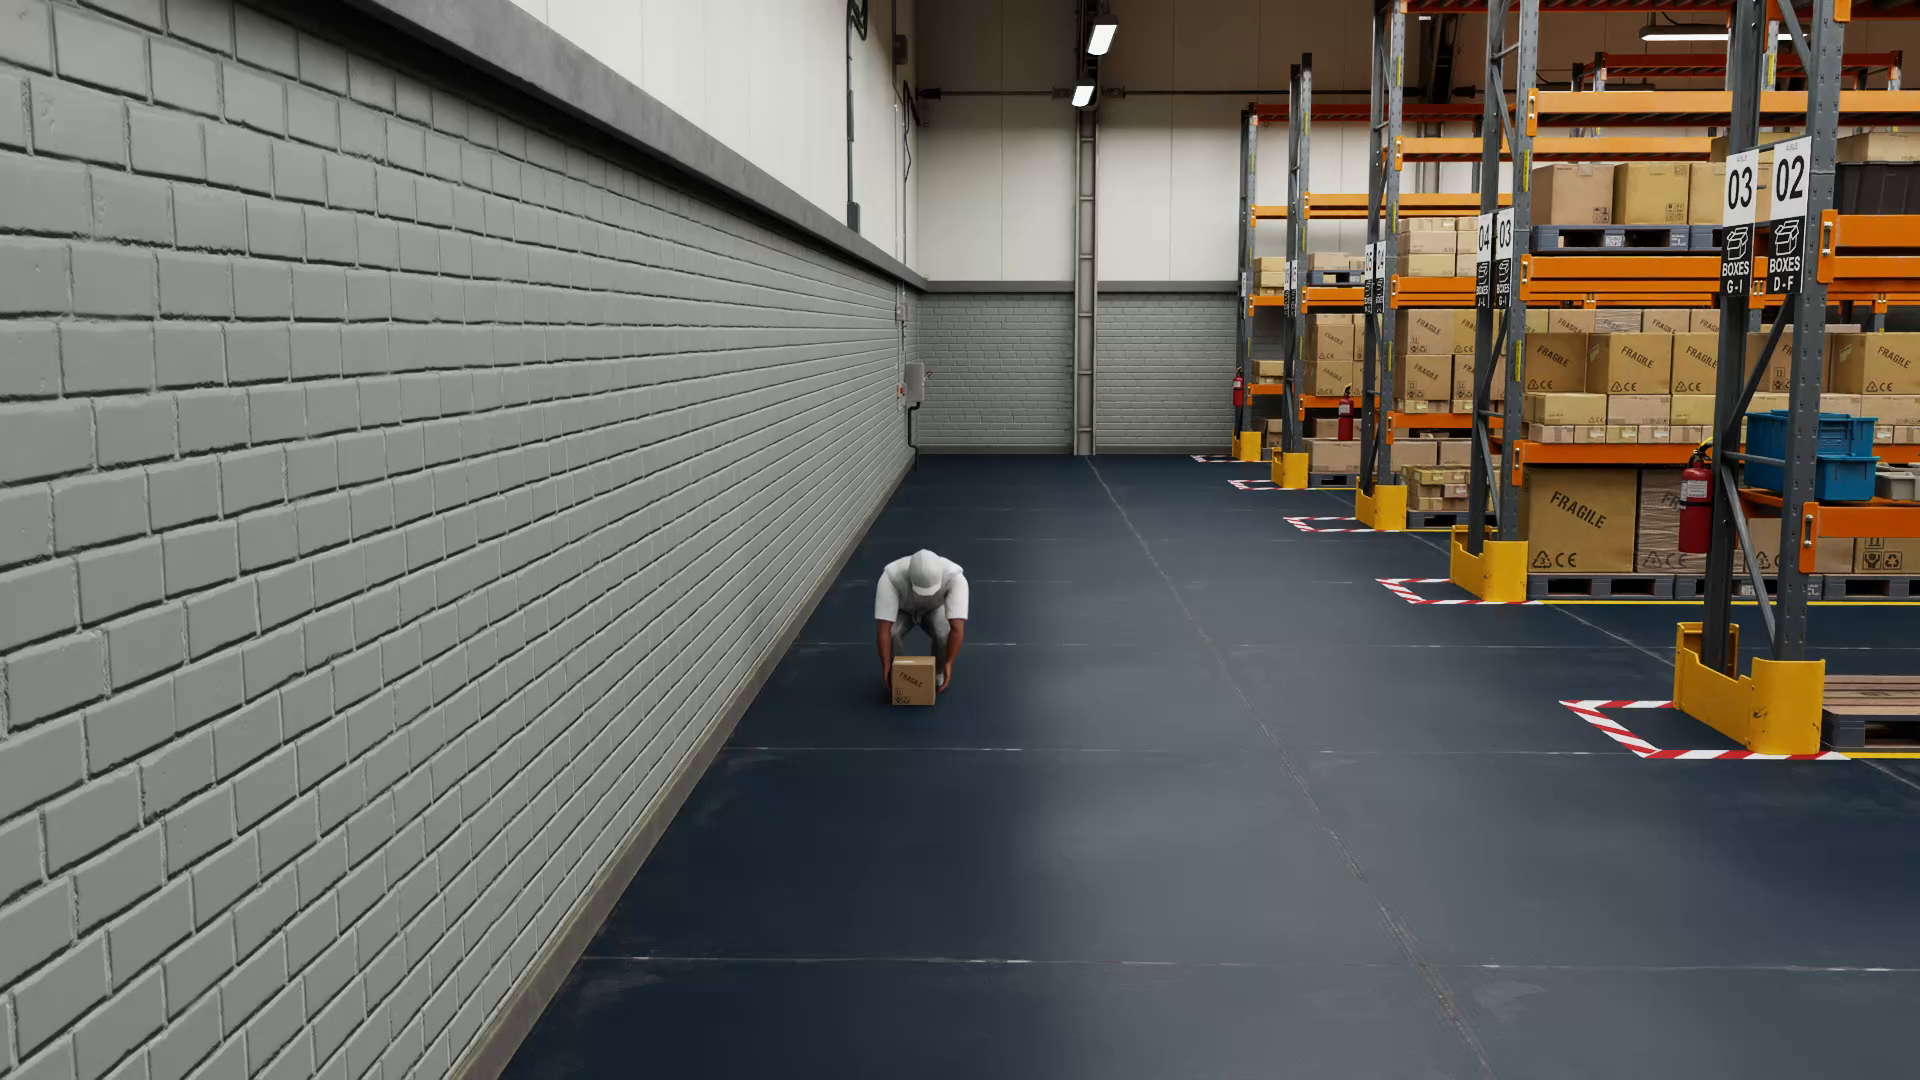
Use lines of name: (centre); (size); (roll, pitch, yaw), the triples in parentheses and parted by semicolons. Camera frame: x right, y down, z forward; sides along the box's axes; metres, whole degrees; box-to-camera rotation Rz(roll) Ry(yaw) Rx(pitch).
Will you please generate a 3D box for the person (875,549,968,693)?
person: (-0.230, 0.473, 10.301); (0.569, 0.926, 0.896); (0, 7, 1)
